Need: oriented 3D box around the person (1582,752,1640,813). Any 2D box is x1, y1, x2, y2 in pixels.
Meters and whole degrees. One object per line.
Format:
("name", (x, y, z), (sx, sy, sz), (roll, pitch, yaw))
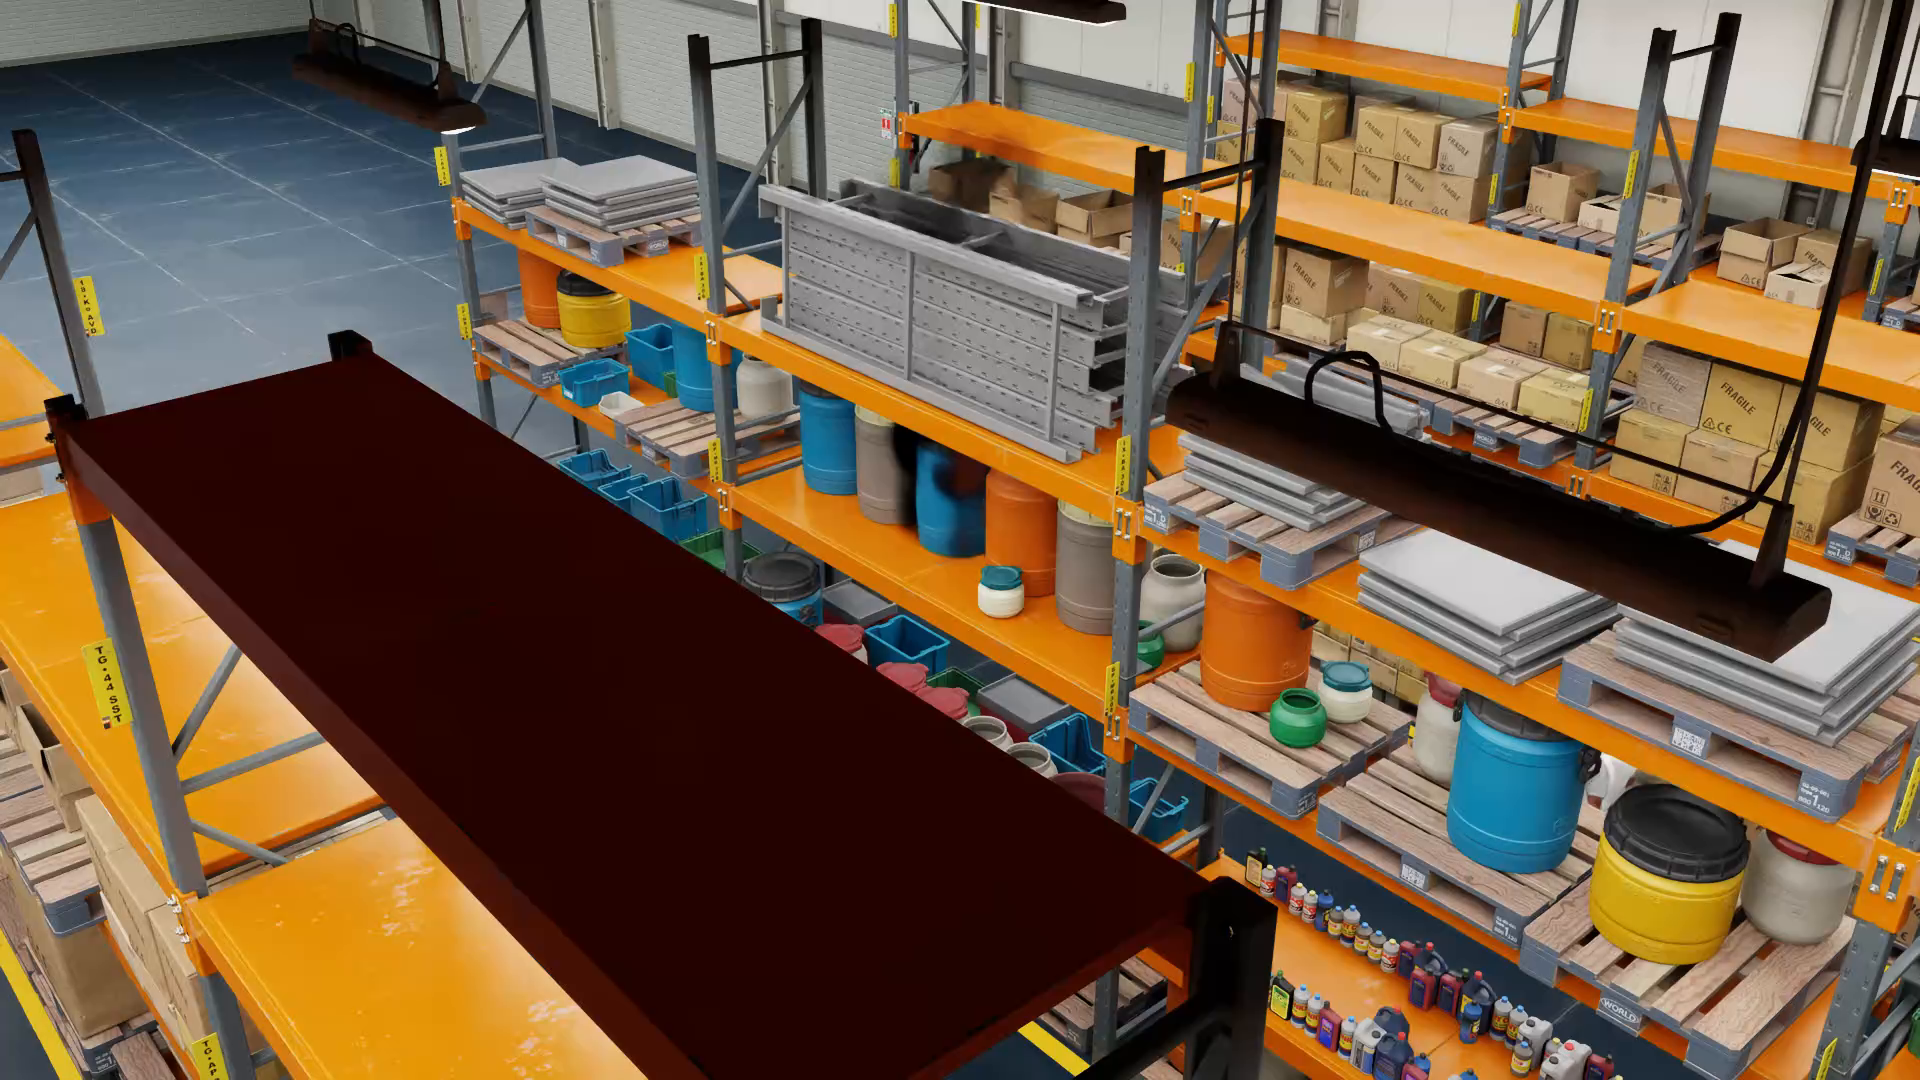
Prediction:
("person", (4.534, 2.005, 11.720), (0.685, 1.756, 0.674), (-22, 34, -36))
